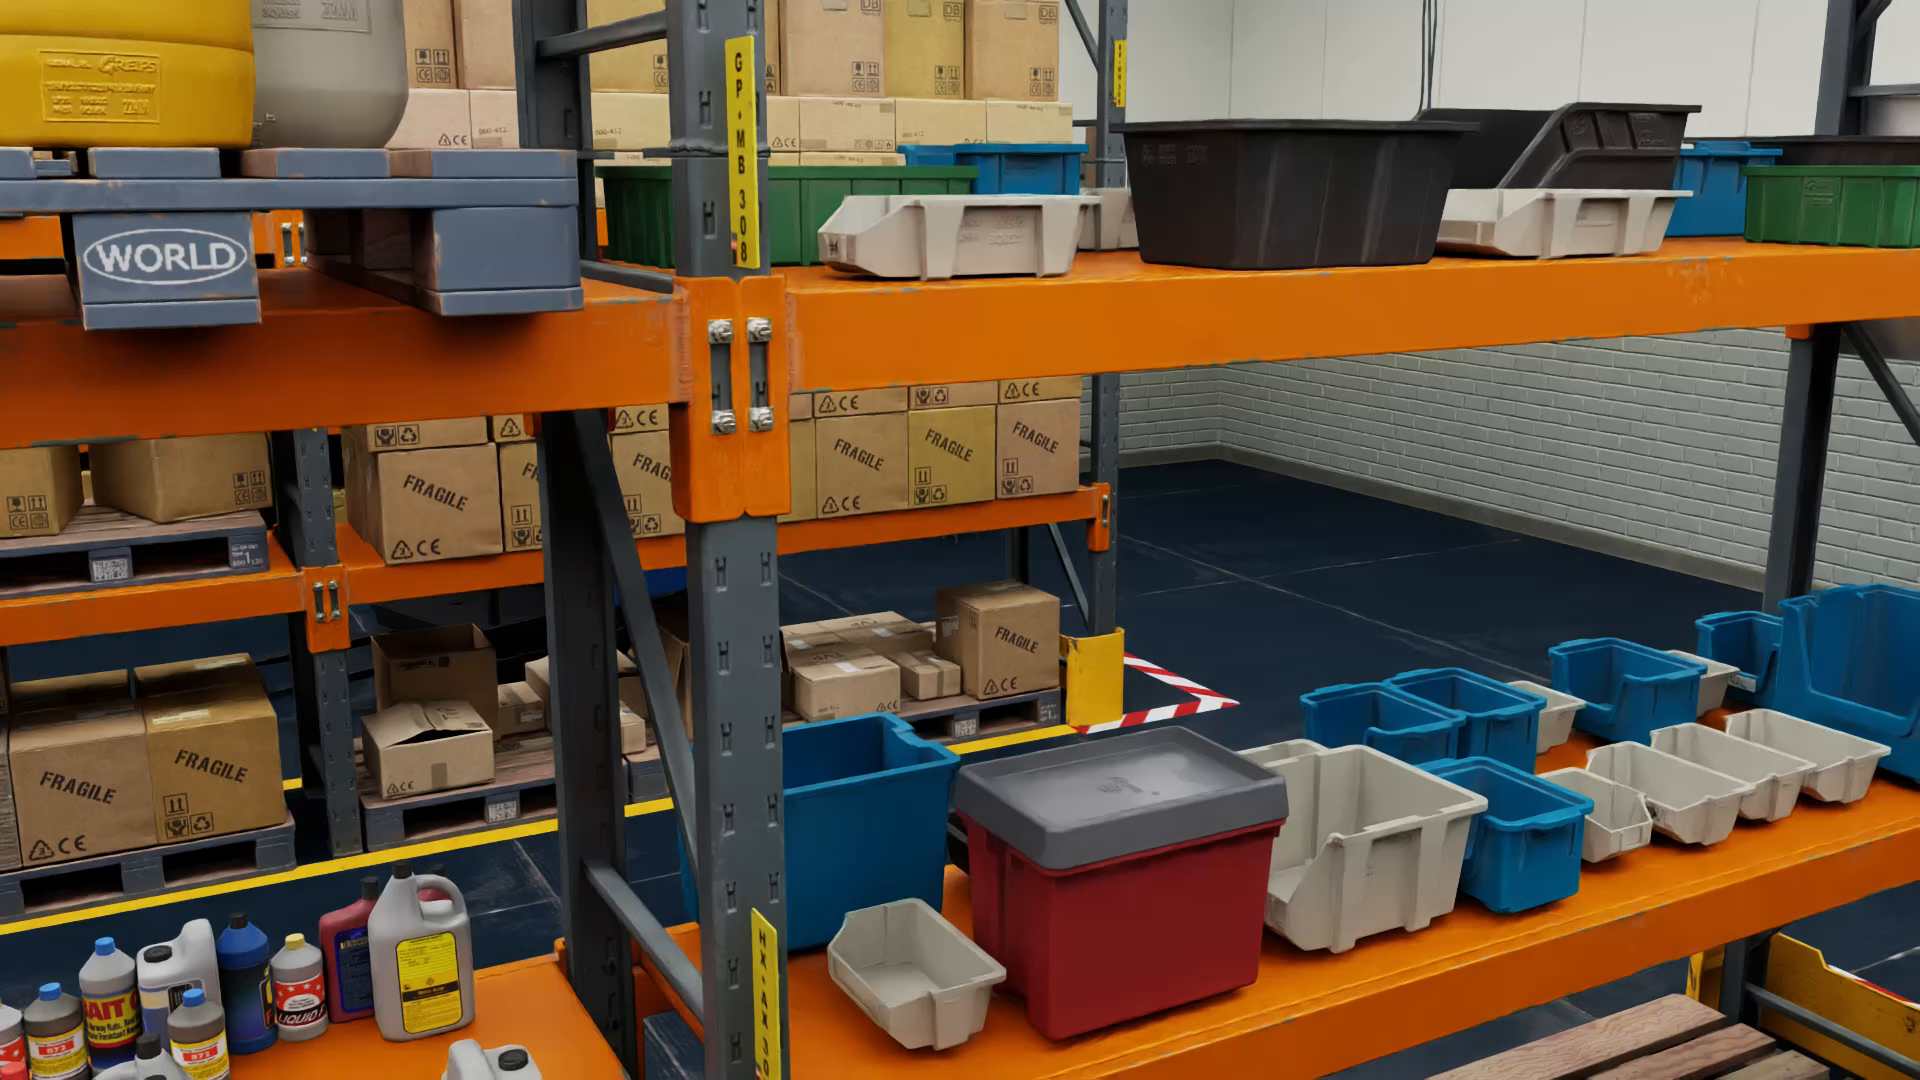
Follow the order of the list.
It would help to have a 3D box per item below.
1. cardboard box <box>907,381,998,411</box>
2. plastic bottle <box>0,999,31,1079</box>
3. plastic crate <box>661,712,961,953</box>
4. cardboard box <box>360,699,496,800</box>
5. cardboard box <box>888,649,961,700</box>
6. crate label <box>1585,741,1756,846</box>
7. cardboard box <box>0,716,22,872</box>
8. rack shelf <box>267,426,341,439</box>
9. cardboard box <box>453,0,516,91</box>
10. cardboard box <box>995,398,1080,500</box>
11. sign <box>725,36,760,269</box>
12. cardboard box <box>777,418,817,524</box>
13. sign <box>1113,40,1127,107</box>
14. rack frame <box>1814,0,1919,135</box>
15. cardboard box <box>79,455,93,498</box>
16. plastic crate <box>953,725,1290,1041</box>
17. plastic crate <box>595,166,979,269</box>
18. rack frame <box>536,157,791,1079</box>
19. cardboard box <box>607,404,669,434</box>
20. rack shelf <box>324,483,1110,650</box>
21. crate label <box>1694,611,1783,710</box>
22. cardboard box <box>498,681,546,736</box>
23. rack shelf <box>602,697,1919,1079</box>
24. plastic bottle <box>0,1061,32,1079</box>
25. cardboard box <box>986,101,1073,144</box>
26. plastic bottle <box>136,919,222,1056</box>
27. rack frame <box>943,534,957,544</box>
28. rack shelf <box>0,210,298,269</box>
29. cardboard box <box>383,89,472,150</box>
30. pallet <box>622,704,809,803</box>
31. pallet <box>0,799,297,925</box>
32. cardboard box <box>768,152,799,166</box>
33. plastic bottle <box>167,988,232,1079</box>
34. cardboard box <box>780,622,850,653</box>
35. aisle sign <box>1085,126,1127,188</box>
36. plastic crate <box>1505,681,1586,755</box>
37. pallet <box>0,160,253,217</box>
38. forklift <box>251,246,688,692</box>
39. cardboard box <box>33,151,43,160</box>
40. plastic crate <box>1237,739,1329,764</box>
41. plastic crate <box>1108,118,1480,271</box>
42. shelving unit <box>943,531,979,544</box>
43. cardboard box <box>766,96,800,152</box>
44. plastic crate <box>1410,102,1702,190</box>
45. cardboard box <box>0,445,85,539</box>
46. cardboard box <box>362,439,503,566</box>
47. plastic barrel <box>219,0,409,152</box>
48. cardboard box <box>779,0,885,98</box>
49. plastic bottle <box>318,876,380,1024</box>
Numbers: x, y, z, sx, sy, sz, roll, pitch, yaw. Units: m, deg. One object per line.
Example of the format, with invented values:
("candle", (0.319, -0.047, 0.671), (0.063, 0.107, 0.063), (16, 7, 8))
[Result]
("cardboard box", (-0.140, -0.959, 8.535), (0.500, 0.500, 0.500), (-6, 14, -26))
("plastic bottle", (-1.774, 0.938, 3.062), (0.097, 0.201, 0.097), (0, 13, 0))
("plastic crate", (-0.332, 0.664, 3.729), (0.575, 0.384, 0.392), (-7, 14, -28))
("cardboard box", (-2.477, 0.940, 7.724), (0.500, 0.311, 0.500), (-7, 14, -28))
("cardboard box", (-0.196, 0.722, 9.022), (0.250, 0.166, 0.380), (-7, 14, -28))
("crate label", (1.809, 0.661, 4.305), (0.243, 0.136, 0.396), (-7, 14, -28))
("cardboard box", (-4.123, 1.060, 6.759), (0.500, 0.500, 0.500), (-7, 14, -27))
("rack shelf", (-3.570, -0.969, 12.721), (4.000, 0.370, 1.077), (-7, 14, -28))
("cardboard box", (-2.033, -2.239, 7.389), (0.500, 0.500, 0.700), (-7, 14, -28))
("cardboard box", (0.299, -0.525, 8.883), (0.500, 0.500, 0.500), (-6, 14, -26))
("sign", (-0.317, -0.562, 2.421), (0.005, 0.325, 0.100), (-7, 14, -28))
("cardboard box", (-1.037, -0.365, 8.173), (0.500, 0.500, 0.500), (-7, 14, -29))
("sign", (0.810, -2.362, 8.425), (0.005, 0.325, 0.100), (-7, 14, -28))
("rack frame", (2.932, -2.548, 4.434), (0.127, 3.000, 1.000), (-7, 14, -28))
("cardboard box", (-5.834, -0.172, 11.481), (0.750, 0.750, 0.750), (-7, 14, -27))
("plastic crate", (0.325, 0.694, 3.412), (0.583, 0.464, 0.402), (-7, 14, -28))
("plastic crate", (-0.352, -0.663, 3.374), (0.662, 0.188, 0.450), (-7, 14, -28))
("rack frame", (-0.579, 0.800, 3.223), (0.127, 3.000, 1.000), (-7, 14, -28))
("cardboard box", (-1.496, -0.795, 7.807), (0.500, 0.500, 0.500), (-7, 15, -30))
("rack shelf", (-1.193, -0.015, 8.480), (4.000, 0.370, 1.077), (-7, 14, -28))
("crate label", (2.558, 0.394, 5.271), (0.303, 0.233, 0.416), (-7, 14, -28))
("cardboard box", (-2.284, 0.855, 8.467), (0.250, 0.149, 0.380), (-7, 14, -28))
("rack shelf", (1.177, 0.940, 4.237), (4.000, 0.370, 1.077), (-7, 14, -28))
("plastic bottle", (-1.460, 0.975, 2.556), (0.185, 0.351, 0.144), (-7, 14, -28))
("cardboard box", (0.233, -2.107, 8.510), (0.500, 0.250, 0.500), (-7, 14, -28))
("plastic bottle", (-1.489, 0.874, 3.176), (0.135, 0.276, 0.152), (-7, 14, -28))
("rack frame", (-0.082, -0.429, 13.467), (0.006, 0.900, 0.240), (-7, 14, -28))
("rack shelf", (-4.704, -1.057, 6.281), (4.000, 0.370, 1.077), (-7, 14, -28))
("cardboard box", (-2.403, -1.793, 7.113), (0.500, 0.250, 0.500), (-7, 14, -28))
("pallet", (-1.273, 1.004, 8.667), (1.213, 0.211, 1.003), (-7, 14, -28))
("pallet", (-3.645, 1.298, 7.360), (1.213, 0.211, 1.003), (-7, 14, -28))
("cardboard box", (-1.086, -1.706, 7.868), (0.500, 0.250, 0.500), (-7, 14, -28))
("plastic bottle", (-1.413, 0.933, 3.086), (0.097, 0.201, 0.097), (0, 13, 0))
("cardboard box", (-0.929, 0.659, 9.111), (0.500, 0.250, 0.500), (-7, 14, -28))
("aisle sign", (0.769, -1.792, 8.820), (0.004, 0.787, 0.394), (-7, 14, -28))
("plastic crate", (1.641, 0.530, 4.886), (0.298, 0.136, 0.250), (-7, 14, -28))
("pallet", (-3.555, -1.472, 6.913), (1.003, 0.211, 1.213), (-7, 14, -28))
("forklift", (-2.930, -0.696, 10.027), (1.130, 2.935, 3.031), (11, 17, 40))
("cardboard box", (-4.002, -1.807, 6.565), (0.600, 0.600, 0.600), (-7, 14, -28))
("plastic crate", (0.806, 0.658, 4.317), (0.466, 0.136, 0.293), (-7, 14, -28))
("plastic crate", (0.643, -0.678, 3.254), (0.590, 0.269, 0.497), (-7, 14, -28))
("shelving unit", (0.007, -0.440, 13.514), (0.210, 0.900, 0.258), (-7, 14, -28))
("cardboard box", (-1.082, -1.948, 7.806), (0.500, 0.250, 0.500), (-7, 14, -28))
("plastic crate", (1.460, -0.946, 4.292), (0.767, 0.338, 0.504), (-7, 14, -28))
("cardboard box", (-4.045, -0.317, 7.004), (0.500, 0.500, 0.700), (-4, 13, -19))
("cardboard box", (-2.371, -0.205, 7.460), (0.500, 0.500, 0.500), (-6, 14, -26))
("plastic barrel", (-1.161, -0.928, 2.801), (0.433, 0.535, 0.433), (0, 13, 0))
("cardboard box", (-0.748, -2.409, 8.145), (0.500, 0.500, 0.700), (-7, 14, -28))
("plastic bottle", (-1.222, 0.827, 3.367), (0.133, 0.283, 0.061), (-7, 14, -28))
